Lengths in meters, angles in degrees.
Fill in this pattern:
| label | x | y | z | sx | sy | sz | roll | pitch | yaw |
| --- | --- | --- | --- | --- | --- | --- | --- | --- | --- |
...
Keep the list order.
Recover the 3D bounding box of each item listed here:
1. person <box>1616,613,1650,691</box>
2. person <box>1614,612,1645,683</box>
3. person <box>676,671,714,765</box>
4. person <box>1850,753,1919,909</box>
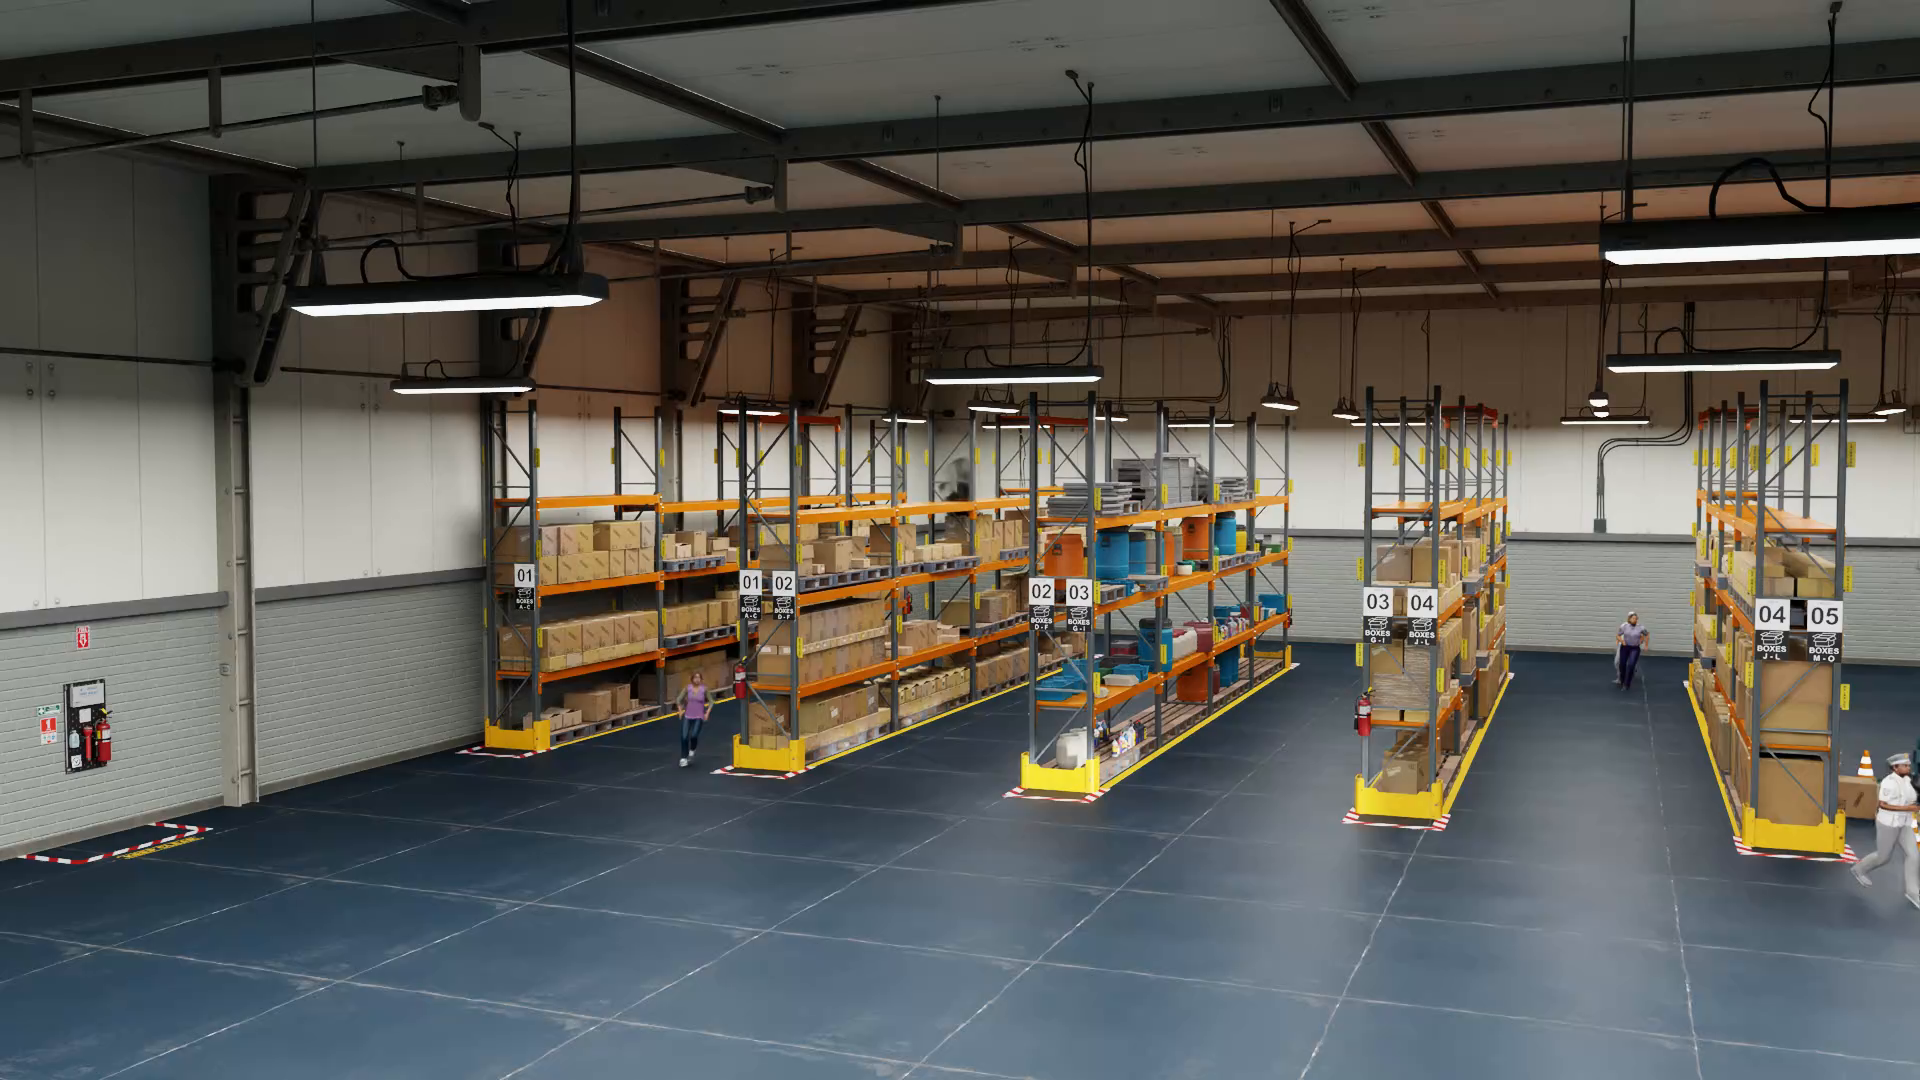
| label | x | y | z | sx | sy | sz | roll | pitch | yaw |
| --- | --- | --- | --- | --- | --- | --- | --- | --- | --- |
| person | 14.530 | 2.429 | 35.953 | 0.660 | 1.696 | 0.790 | 2 | 3 | 30 |
| person | 14.887 | 2.393 | 36.968 | 0.538 | 1.613 | 0.653 | -1 | 3 | -28 |
| person | -4.327 | 2.907 | 27.041 | 0.601 | 1.546 | 0.474 | 0 | 3 | 0 |
| person | 10.527 | 3.242 | 18.782 | 0.580 | 1.745 | 0.889 | -1 | 3 | -24 |
